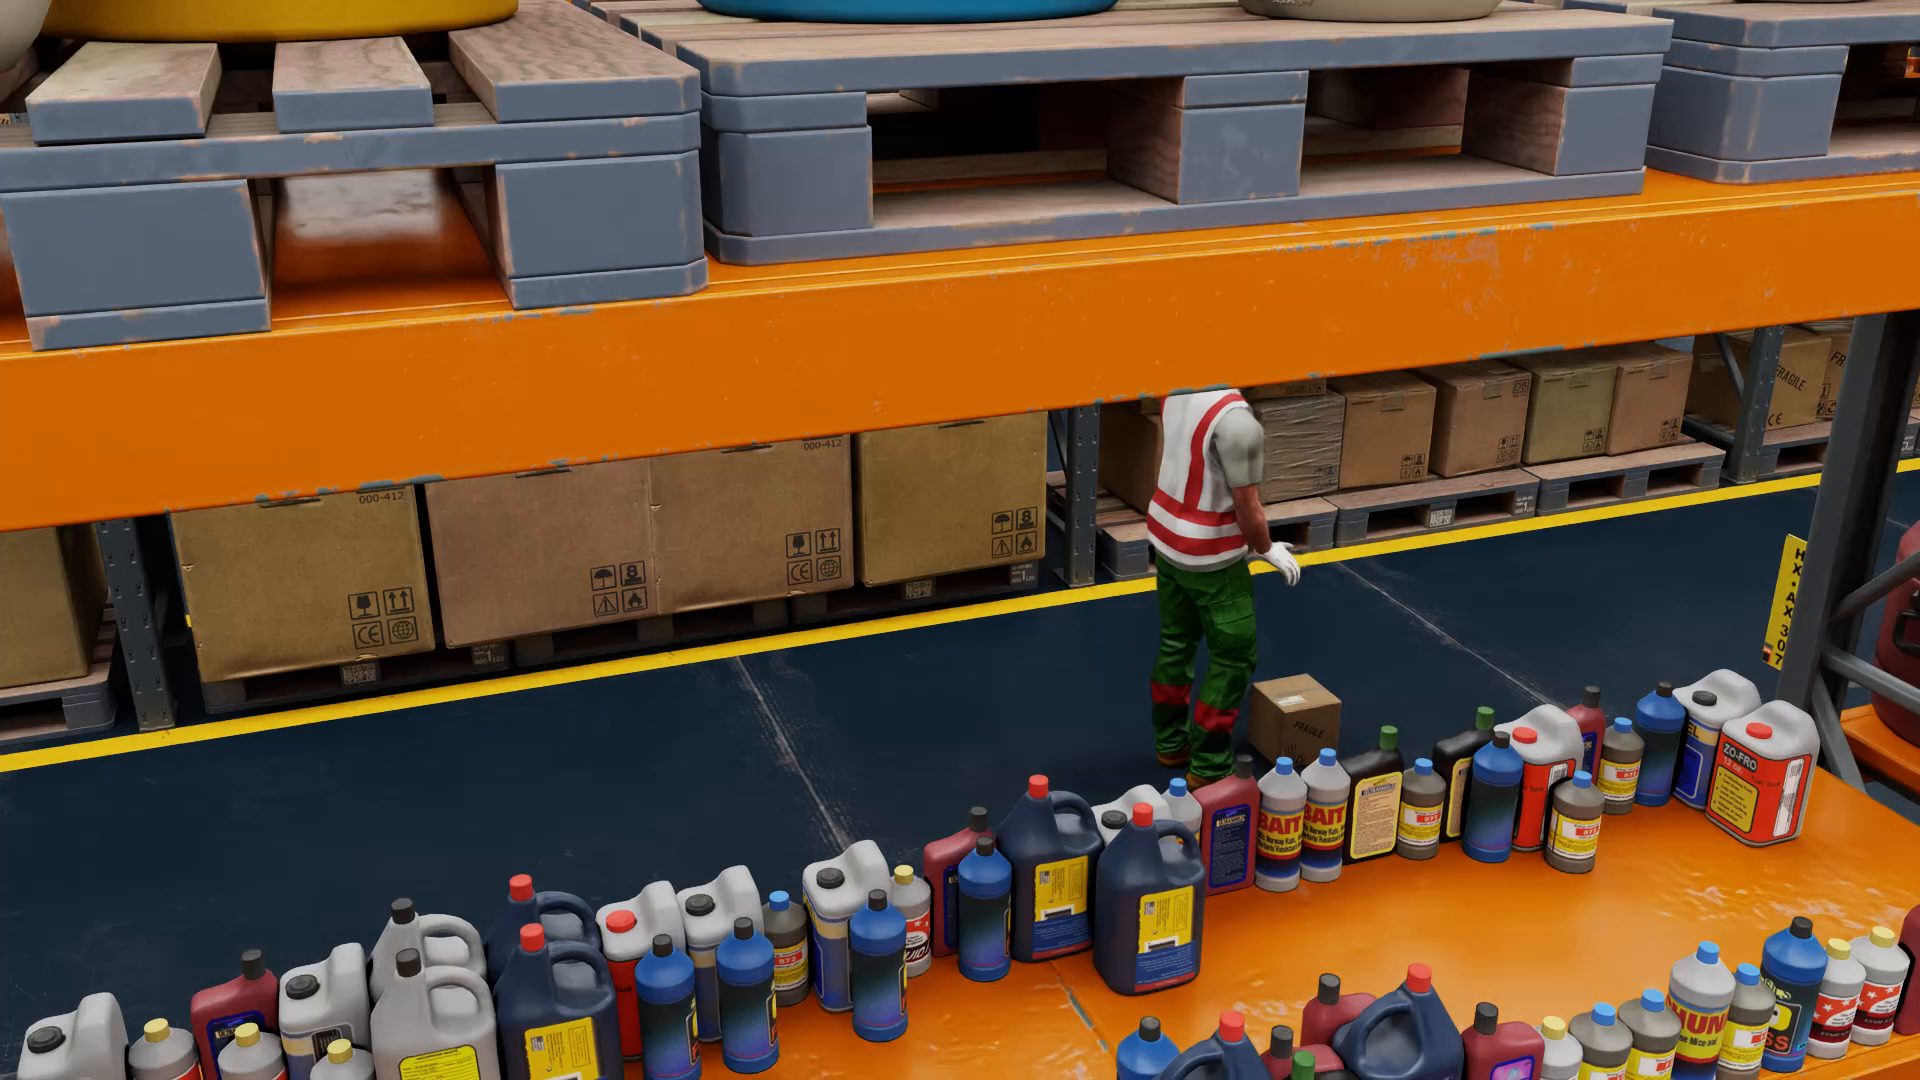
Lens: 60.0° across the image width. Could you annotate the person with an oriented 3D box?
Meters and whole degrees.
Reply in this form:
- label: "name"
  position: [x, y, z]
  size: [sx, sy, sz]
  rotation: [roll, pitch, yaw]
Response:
- label: "person"
  position: [0.921, 0.070, 5.966]
  size: [0.472, 1.848, 0.546]
  rotation: [-8, 24, -20]
